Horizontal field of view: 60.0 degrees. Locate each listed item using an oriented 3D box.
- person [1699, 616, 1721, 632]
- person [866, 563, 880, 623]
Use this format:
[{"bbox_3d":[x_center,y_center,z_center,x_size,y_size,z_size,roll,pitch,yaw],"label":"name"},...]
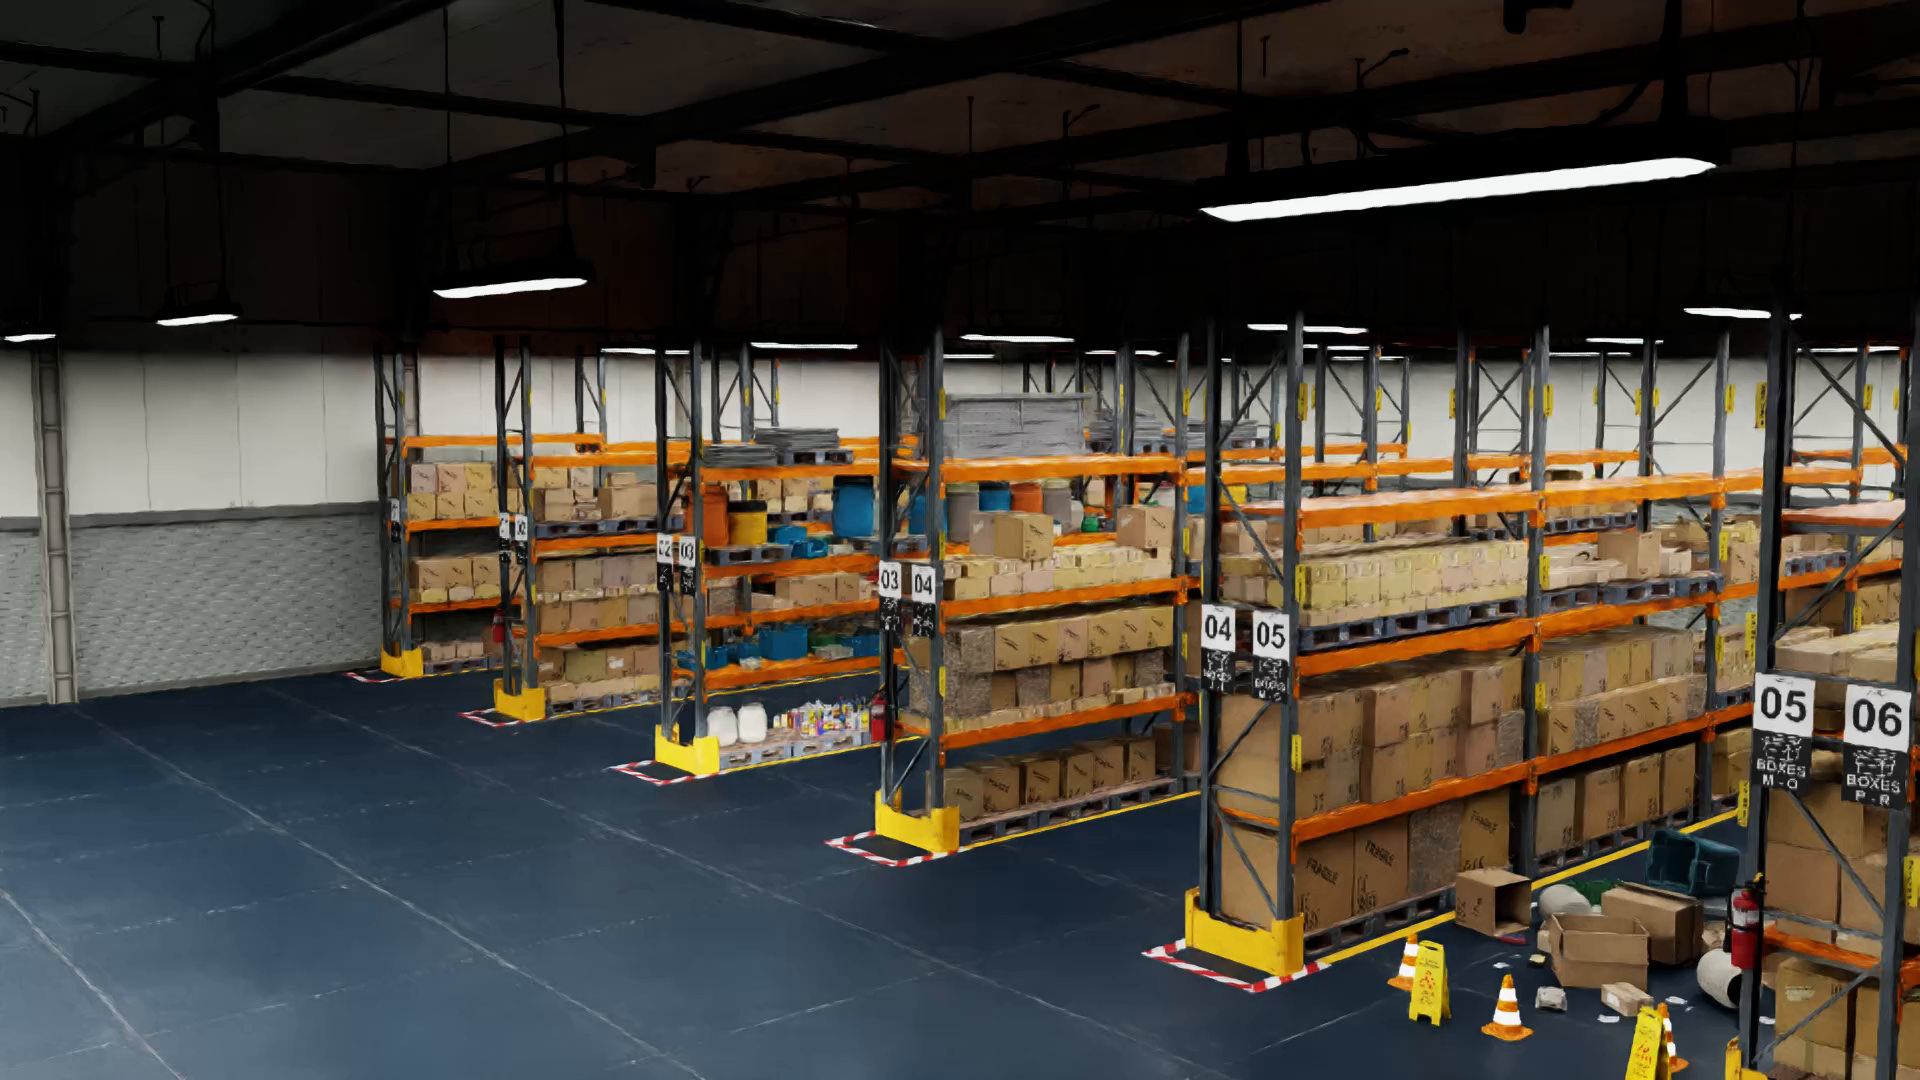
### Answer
[{"bbox_3d":[11.770,1.958,25.904,0.856,1.697,0.734,-4,6,-36],"label":"person"},{"bbox_3d":[-1.658,1.262,33.275,0.450,1.737,0.595,2,5,18],"label":"person"}]
